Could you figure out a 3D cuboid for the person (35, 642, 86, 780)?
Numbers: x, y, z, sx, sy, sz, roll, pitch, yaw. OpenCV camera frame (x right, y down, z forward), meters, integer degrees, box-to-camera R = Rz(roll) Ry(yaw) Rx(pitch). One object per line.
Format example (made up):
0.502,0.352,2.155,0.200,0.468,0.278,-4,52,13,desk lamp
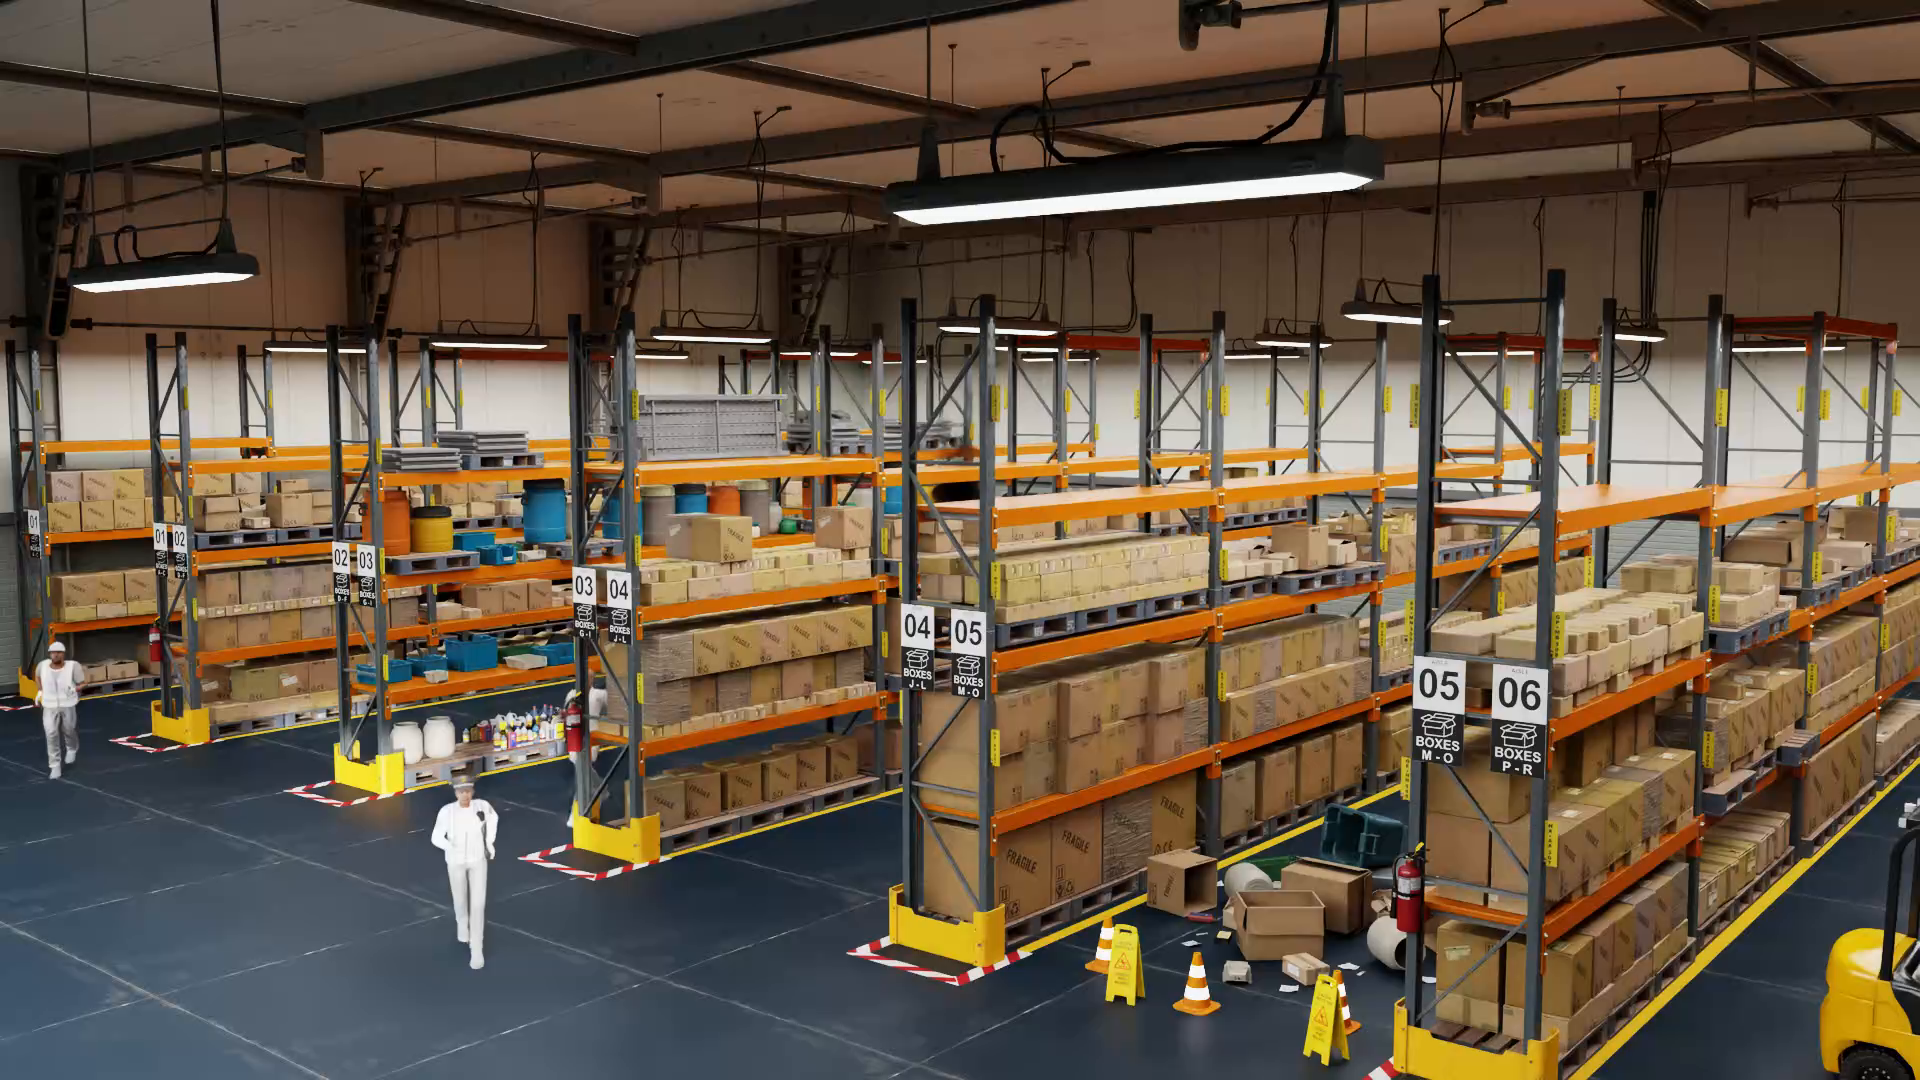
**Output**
-12.163,2.254,22.510,0.626,1.802,0.973,-2,6,-23,person

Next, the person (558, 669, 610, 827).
-4.509,2.459,20.070,0.694,1.828,0.877,3,6,29,person

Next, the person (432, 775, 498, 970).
-4.510,2.953,15.188,0.574,1.703,0.908,-1,5,-14,person
